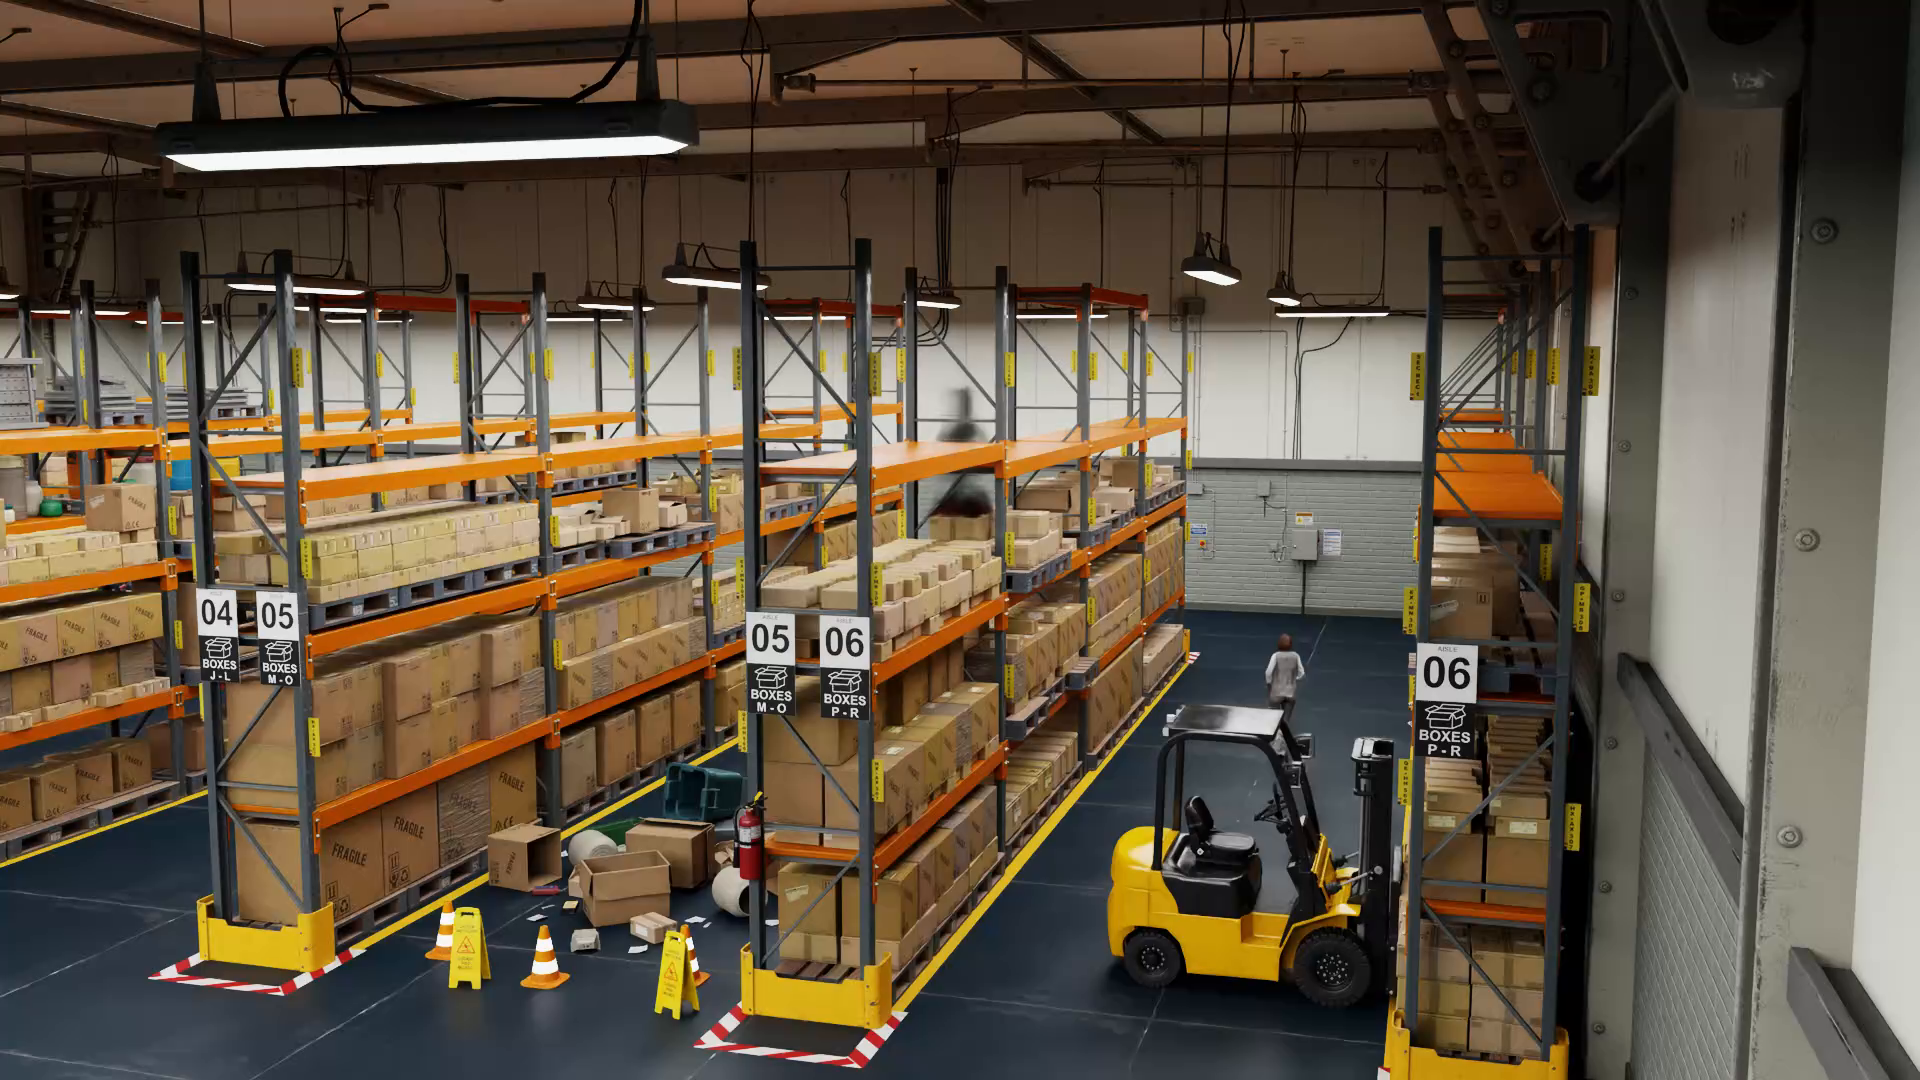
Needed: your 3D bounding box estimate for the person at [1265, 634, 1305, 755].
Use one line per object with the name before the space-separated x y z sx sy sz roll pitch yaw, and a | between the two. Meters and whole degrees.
person | 4.179 1.984 21.511 0.537 1.562 0.523 0 6 0
